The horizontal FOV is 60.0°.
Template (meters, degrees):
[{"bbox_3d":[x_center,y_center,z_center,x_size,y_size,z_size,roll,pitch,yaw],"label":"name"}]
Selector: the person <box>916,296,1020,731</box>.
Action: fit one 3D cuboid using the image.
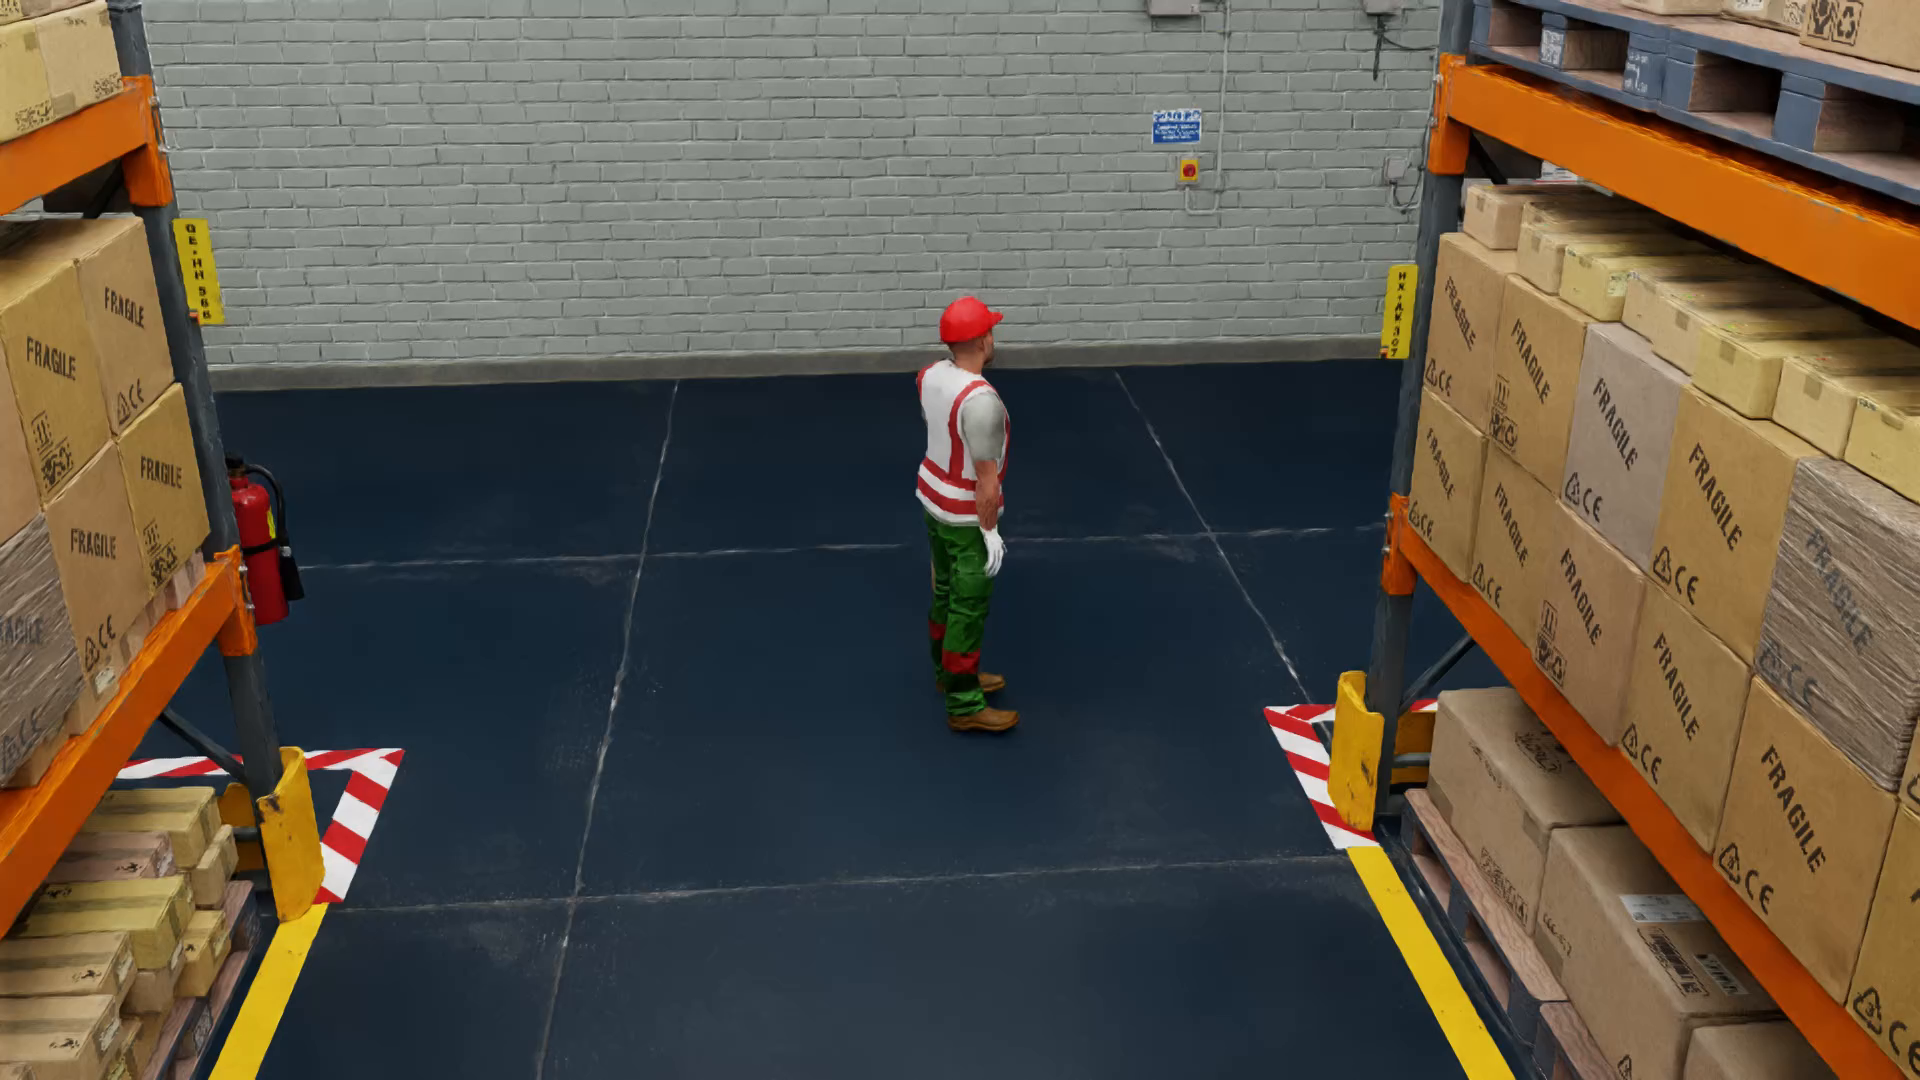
[{"bbox_3d":[0.037,-0.121,6.781,0.388,1.796,0.634,-11,26,-24],"label":"person"}]
